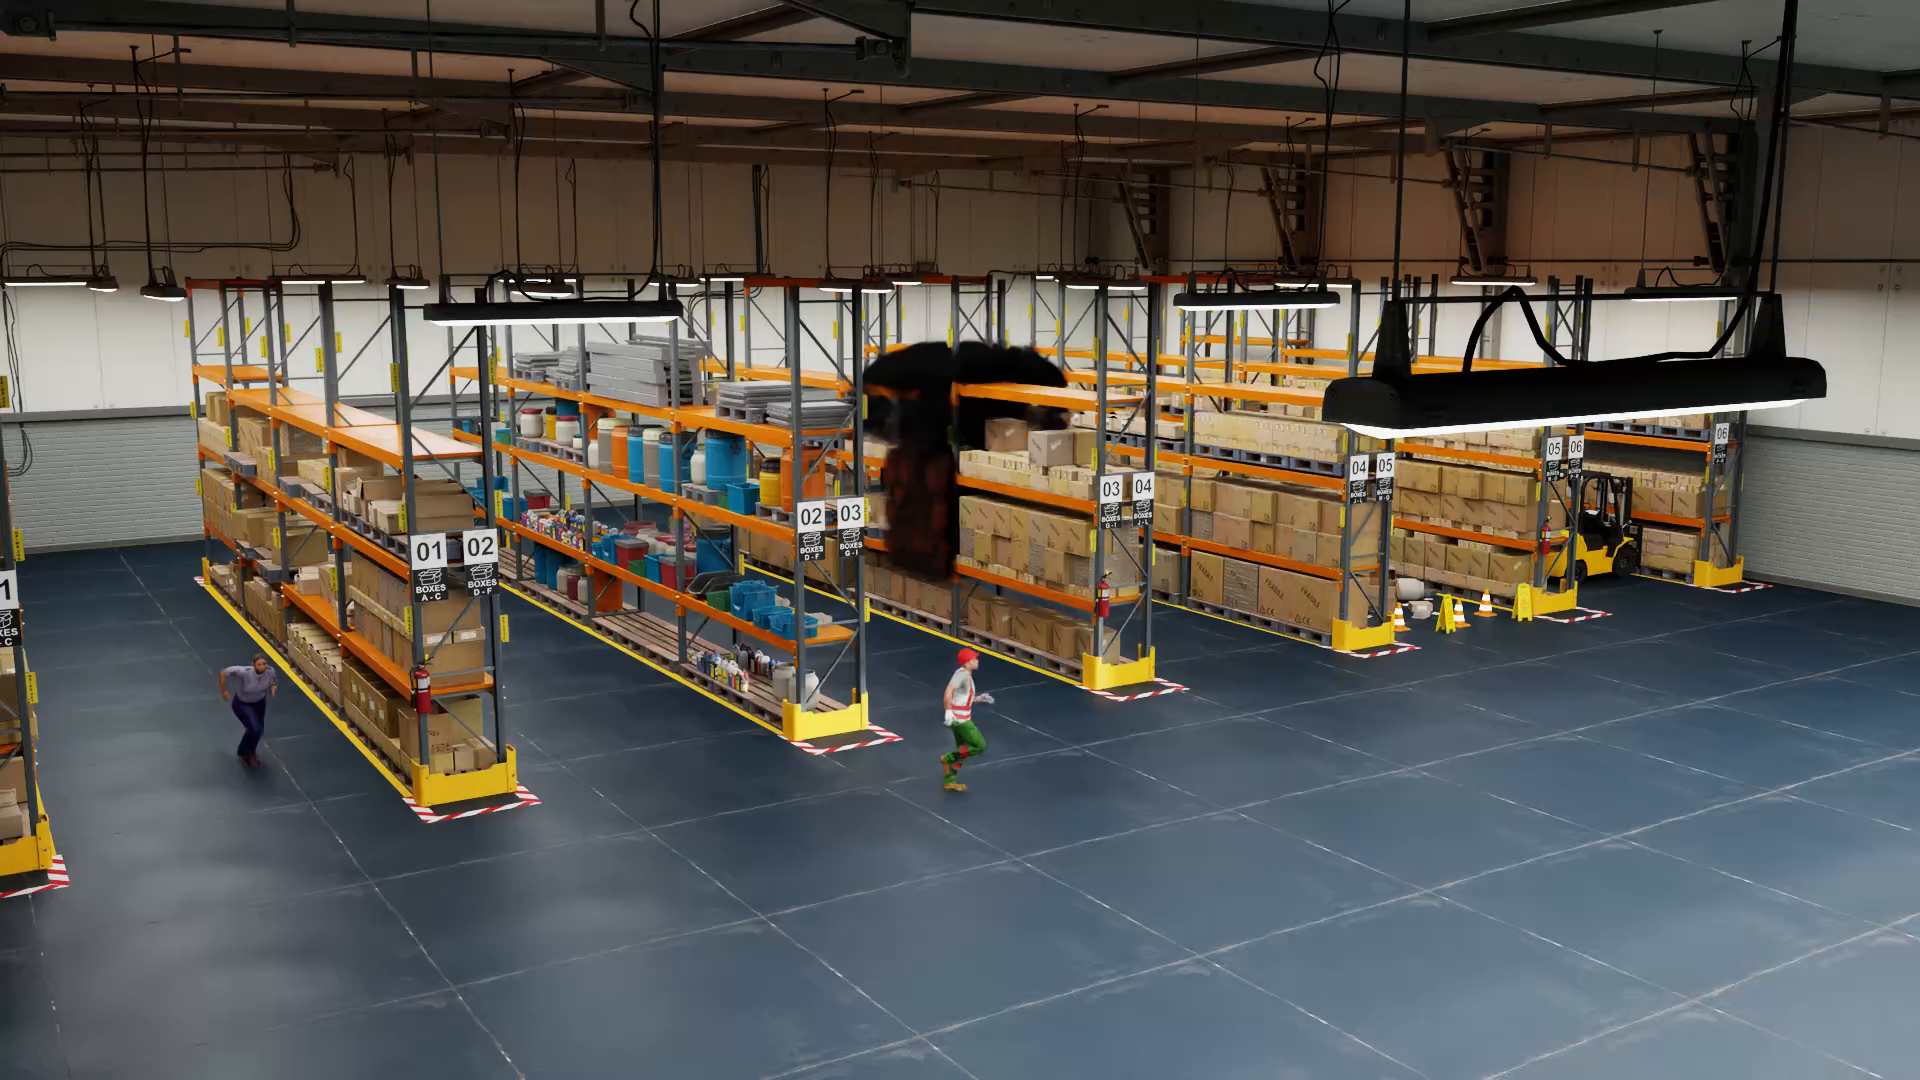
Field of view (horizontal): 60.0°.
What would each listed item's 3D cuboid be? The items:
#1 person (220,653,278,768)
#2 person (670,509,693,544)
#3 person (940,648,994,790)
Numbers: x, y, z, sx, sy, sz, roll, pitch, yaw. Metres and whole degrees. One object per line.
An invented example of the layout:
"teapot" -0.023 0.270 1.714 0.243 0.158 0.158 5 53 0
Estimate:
"person" -8.930 2.134 20.893 0.929 1.510 0.641 8 12 39
"person" -5.192 0.121 31.201 0.511 1.616 0.636 -7 12 -36
"person" 0.086 2.159 19.985 0.647 1.727 0.710 0 10 1
